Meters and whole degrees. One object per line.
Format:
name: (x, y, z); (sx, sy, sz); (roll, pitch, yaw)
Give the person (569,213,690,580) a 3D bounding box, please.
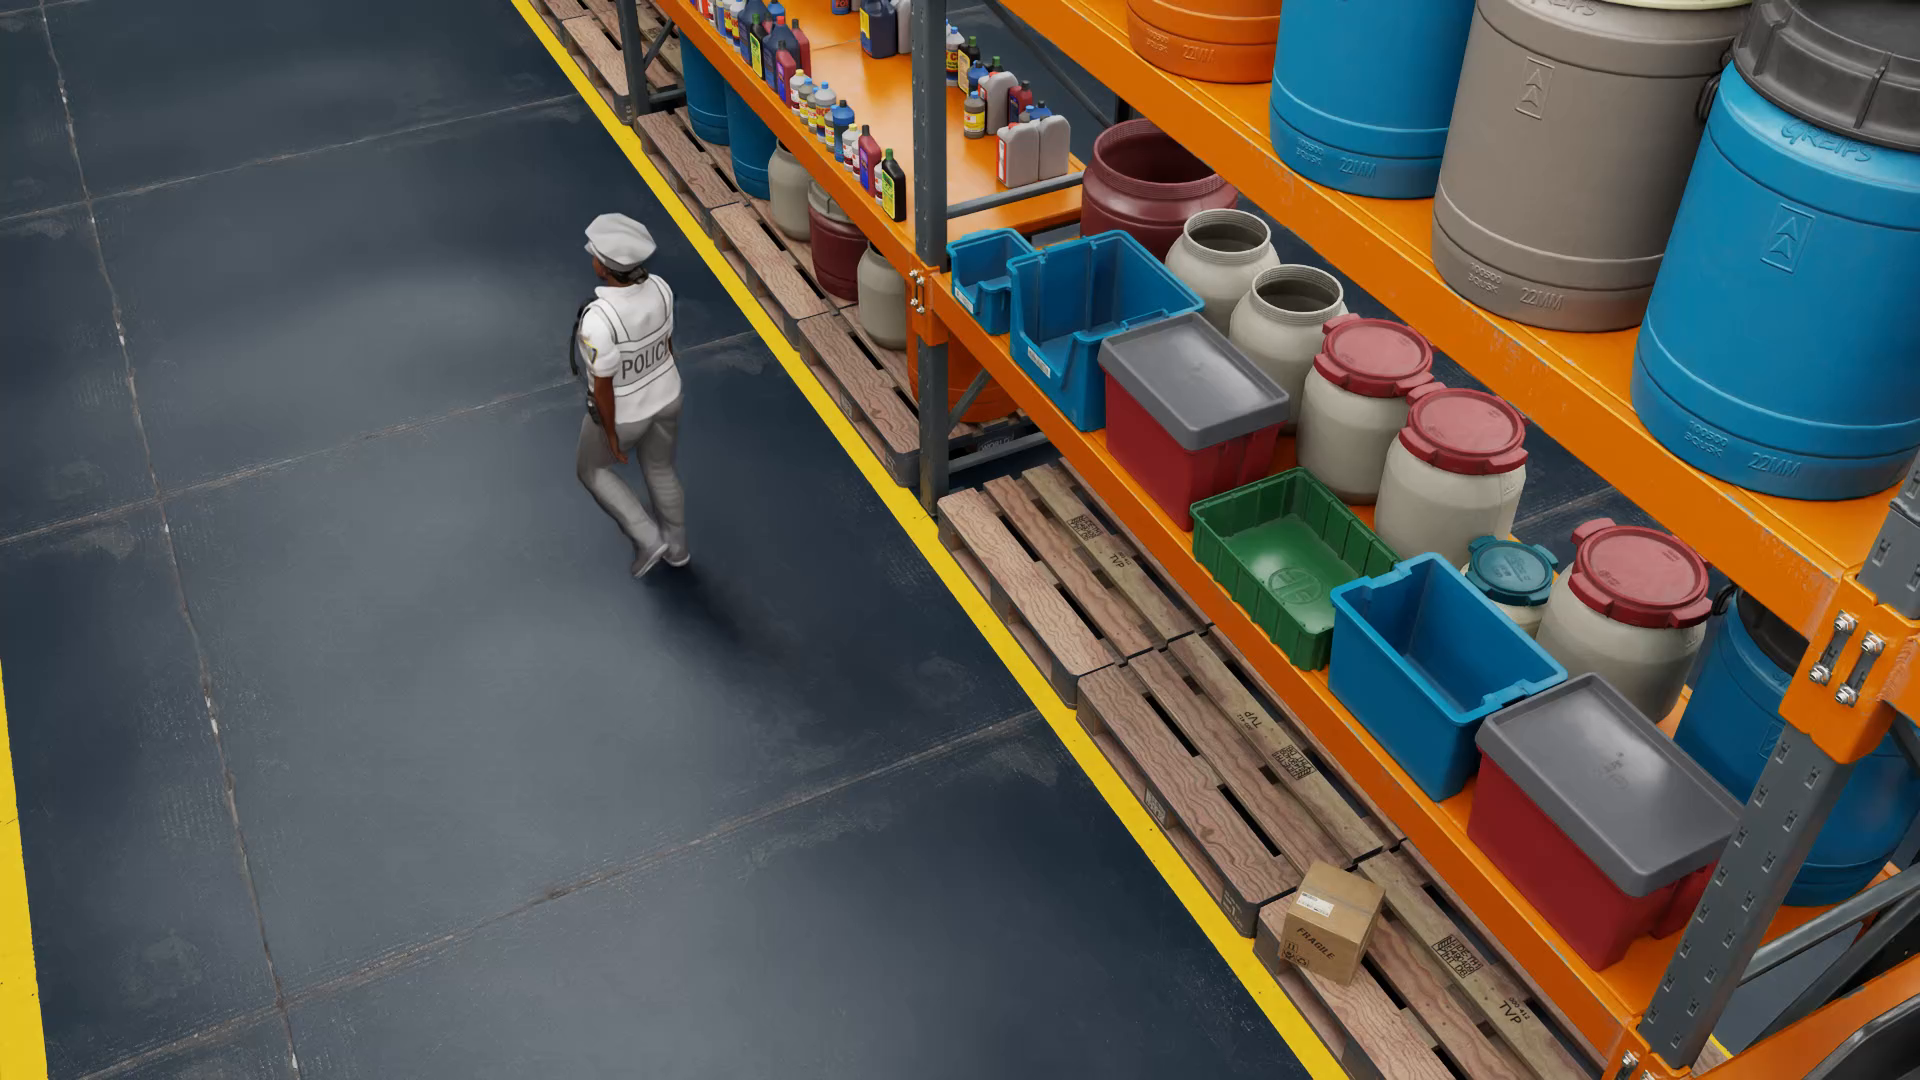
person: (-1.348, -0.568, 6.747); (0.422, 1.690, 0.450); (29, 49, 29)
